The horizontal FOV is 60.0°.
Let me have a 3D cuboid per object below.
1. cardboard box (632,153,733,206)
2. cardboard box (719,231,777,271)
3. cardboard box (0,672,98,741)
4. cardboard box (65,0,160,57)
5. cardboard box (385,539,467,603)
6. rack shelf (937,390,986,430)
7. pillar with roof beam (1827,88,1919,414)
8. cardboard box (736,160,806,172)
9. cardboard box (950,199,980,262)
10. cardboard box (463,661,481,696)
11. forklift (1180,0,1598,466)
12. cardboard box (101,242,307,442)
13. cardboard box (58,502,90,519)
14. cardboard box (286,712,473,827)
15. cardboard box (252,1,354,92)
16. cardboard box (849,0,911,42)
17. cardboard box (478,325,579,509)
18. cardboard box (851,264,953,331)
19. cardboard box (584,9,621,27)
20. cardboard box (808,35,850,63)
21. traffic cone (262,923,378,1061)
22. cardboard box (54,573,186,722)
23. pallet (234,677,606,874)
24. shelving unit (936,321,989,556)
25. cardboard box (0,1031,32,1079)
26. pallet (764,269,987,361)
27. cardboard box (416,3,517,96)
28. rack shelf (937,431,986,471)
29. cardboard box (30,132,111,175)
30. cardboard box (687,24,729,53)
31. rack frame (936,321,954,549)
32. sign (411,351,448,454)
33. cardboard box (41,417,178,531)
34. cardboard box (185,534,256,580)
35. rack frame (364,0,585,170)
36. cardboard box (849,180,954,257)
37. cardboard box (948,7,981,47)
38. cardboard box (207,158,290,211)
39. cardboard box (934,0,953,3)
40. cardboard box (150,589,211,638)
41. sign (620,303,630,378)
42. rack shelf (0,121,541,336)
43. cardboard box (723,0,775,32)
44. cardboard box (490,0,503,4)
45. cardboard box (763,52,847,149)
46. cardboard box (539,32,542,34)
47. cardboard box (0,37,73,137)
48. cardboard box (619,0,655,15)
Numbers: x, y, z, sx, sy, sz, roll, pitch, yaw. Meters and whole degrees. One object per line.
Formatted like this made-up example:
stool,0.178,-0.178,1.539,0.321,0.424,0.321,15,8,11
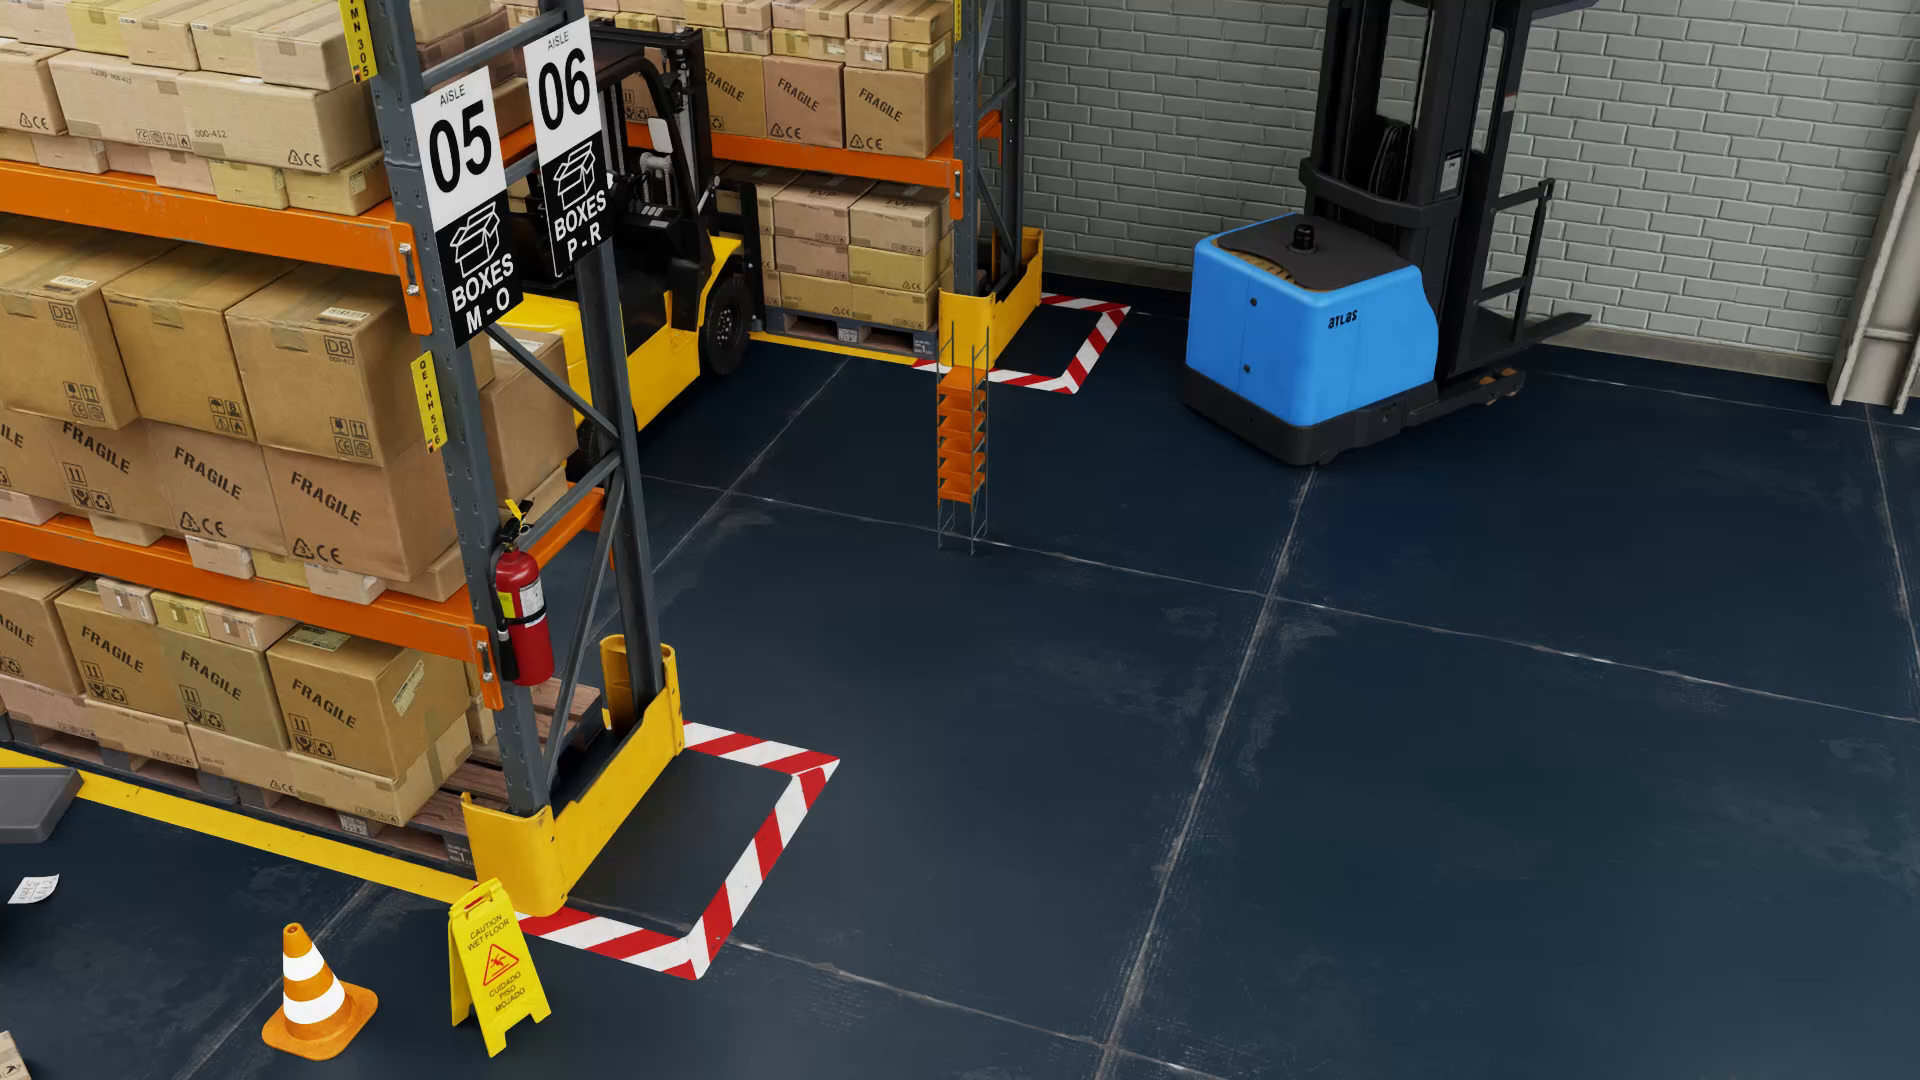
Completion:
cardboard box,-1.788,-2.273,10.731,0.500,0.250,0.500,10,34,15
cardboard box,-1.339,-1.974,10.729,0.500,0.250,0.500,10,34,15
cardboard box,-3.779,0.583,7.230,0.500,0.250,0.500,11,34,16
cardboard box,-2.600,-1.675,5.310,0.250,0.149,0.380,11,35,17
cardboard box,-1.909,0.049,6.140,0.250,0.149,0.380,12,35,18
rack shelf,0.014,-0.666,8.314,0.180,0.103,0.258,11,34,16
pillar with roof beam,4.031,-2.444,4.240,0.400,9.000,9.100,11,34,16
cardboard box,-1.141,-2.445,10.998,0.500,0.250,0.500,11,34,16
cardboard box,-0.186,-2.056,10.856,0.500,0.250,0.500,12,35,17
cardboard box,-2.173,0.273,7.018,0.500,0.500,0.500,10,34,15
forklift,2.818,-2.260,9.549,3.031,2.935,1.130,-20,38,-28
cardboard box,-2.513,-0.763,5.878,0.500,0.500,0.700,11,35,17
cardboard box,-3.341,-0.241,6.589,0.250,0.149,0.380,11,34,16
cardboard box,-2.359,0.866,6.790,0.500,0.250,0.500,11,34,16
cardboard box,-1.903,-1.498,5.036,0.250,0.149,0.380,11,35,17
cardboard box,-0.465,-3.059,9.758,0.250,0.149,0.380,11,34,17
cardboard box,-1.837,-0.493,6.381,0.500,0.500,0.500,10,34,16
cardboard box,-0.363,-1.579,10.577,0.500,0.250,0.500,11,35,17
cardboard box,-2.173,-3.238,10.309,0.250,0.149,0.380,10,34,15
cardboard box,-0.709,-2.978,9.907,0.250,0.149,0.380,12,35,17
traffic cone,-2.325,1.548,5.925,0.334,0.463,0.336,11,34,16
cardboard box,-3.292,0.363,6.879,0.500,0.500,0.500,10,34,15
pallet,-2.309,0.893,7.172,1.213,0.211,1.003,11,34,16
shelving unit,0.014,-0.501,8.420,0.189,1.200,0.258,11,34,16
cardboard box,-3.399,1.892,5.682,0.380,0.149,0.250,-25,40,-33
pallet,-0.548,-1.580,11.002,1.213,0.211,1.003,11,34,16
cardboard box,-1.868,-1.648,5.635,0.500,0.250,0.500,10,34,16
rack shelf,0.014,-0.464,8.445,0.180,0.103,0.258,11,34,16
cardboard box,-2.865,-1.371,5.574,0.250,0.149,0.380,11,34,16
cardboard box,-1.450,-3.090,10.080,0.250,0.149,0.380,11,35,17
rack frame,-0.073,-0.518,8.446,0.006,1.200,0.240,11,34,16
sign,-1.691,-0.437,5.302,0.005,0.325,0.100,11,34,16
cardboard box,-3.028,-0.410,6.254,0.500,0.500,0.500,11,34,16
cardboard box,-2.672,-0.030,6.263,0.250,0.149,0.380,12,35,17
rack frame,-1.485,-2.618,4.508,0.127,3.000,1.000,11,34,16
cardboard box,-0.352,-1.999,10.307,0.500,0.250,0.500,12,35,18
cardboard box,-0.045,-3.142,10.160,0.250,0.149,0.380,10,34,15
cardboard box,-2.160,-1.203,5.314,0.250,0.149,0.380,11,35,17
cardboard box,-0.058,-3.243,10.042,0.250,0.149,0.380,10,34,16
cardboard box,-2.931,0.200,6.533,0.250,0.149,0.380,12,35,17
sign,-1.302,-0.738,6.330,0.005,0.325,0.100,11,34,16
rack shelf,-3.367,-1.421,6.084,4.000,0.370,1.077,11,34,16
cardboard box,-1.212,-3.168,9.927,0.250,0.149,0.380,12,35,18
cardboard box,-2.869,-3.406,10.570,0.250,0.149,0.380,11,34,16
cardboard box,-0.851,-2.730,10.121,0.500,0.500,0.500,12,35,18
cardboard box,-2.754,-3.105,10.702,0.500,0.500,0.500,12,35,17
cardboard box,-3.020,-1.561,5.501,0.500,0.250,0.500,12,35,18
cardboard box,-1.899,-3.362,10.228,0.250,0.149,0.380,11,34,17
